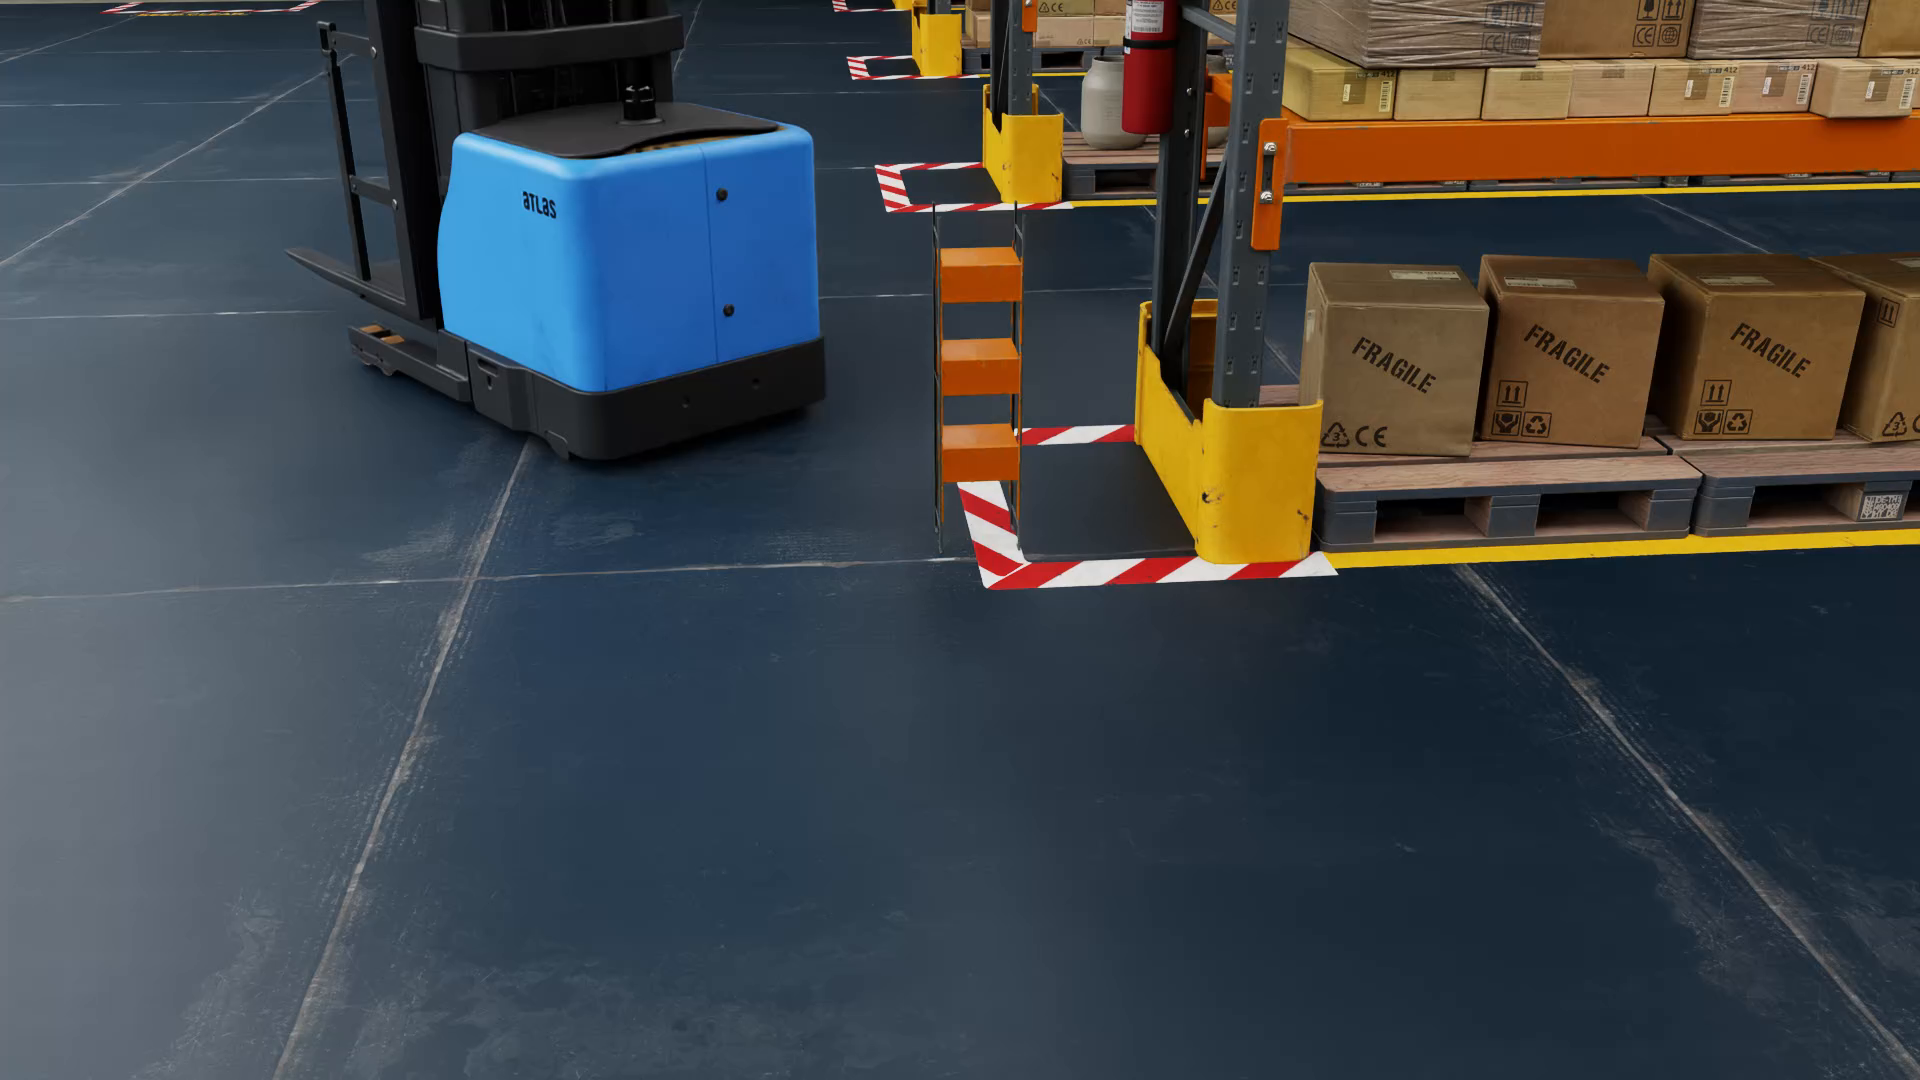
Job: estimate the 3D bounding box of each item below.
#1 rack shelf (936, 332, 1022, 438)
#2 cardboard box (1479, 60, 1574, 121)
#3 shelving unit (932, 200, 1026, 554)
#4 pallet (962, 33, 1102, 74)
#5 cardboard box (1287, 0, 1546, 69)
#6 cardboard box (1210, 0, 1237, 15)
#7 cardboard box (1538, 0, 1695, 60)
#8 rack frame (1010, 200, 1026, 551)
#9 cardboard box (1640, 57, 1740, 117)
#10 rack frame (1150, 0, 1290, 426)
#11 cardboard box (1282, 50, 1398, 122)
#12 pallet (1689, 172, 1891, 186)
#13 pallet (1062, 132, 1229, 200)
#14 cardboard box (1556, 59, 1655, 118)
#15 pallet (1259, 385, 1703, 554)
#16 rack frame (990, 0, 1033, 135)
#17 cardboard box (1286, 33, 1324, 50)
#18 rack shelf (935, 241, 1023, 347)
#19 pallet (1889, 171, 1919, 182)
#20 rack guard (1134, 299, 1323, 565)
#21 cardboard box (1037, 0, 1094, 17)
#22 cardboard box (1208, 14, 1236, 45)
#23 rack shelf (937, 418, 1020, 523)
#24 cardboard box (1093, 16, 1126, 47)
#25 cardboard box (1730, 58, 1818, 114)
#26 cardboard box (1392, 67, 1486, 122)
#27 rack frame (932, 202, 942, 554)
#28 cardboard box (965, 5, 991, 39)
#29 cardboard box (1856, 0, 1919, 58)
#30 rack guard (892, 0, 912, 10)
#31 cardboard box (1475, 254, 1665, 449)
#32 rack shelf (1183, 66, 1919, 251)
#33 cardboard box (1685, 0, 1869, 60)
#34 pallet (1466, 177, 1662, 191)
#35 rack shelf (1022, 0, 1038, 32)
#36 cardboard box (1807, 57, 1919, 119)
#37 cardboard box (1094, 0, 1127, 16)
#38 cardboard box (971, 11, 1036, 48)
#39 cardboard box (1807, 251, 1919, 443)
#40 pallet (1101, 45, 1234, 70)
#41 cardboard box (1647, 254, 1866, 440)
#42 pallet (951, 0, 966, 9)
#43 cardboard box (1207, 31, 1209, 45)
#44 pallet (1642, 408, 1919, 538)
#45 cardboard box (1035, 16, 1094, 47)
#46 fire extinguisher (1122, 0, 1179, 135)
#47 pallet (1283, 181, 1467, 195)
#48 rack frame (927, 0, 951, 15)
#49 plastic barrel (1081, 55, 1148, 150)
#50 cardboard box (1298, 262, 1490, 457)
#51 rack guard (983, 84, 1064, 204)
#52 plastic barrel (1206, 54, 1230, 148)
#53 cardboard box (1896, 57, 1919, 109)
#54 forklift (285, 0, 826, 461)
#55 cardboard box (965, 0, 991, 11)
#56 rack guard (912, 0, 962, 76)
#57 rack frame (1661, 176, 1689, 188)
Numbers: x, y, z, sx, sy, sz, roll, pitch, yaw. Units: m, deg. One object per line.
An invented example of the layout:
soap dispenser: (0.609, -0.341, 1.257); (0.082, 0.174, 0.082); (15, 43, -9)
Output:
rack shelf: (0.053, -0.472, 5.046); (0.240, 0.259, 0.215); (-2, 24, -5)
cardboard box: (1.592, -1.340, 4.880); (0.250, 0.149, 0.380); (-2, 24, -5)
shelving unit: (0.053, -0.482, 5.042); (0.252, 1.050, 0.215); (-2, 24, -5)
pallet: (0.571, -4.311, 14.688); (1.213, 0.211, 1.003); (-2, 24, -5)
cardboard box: (1.335, -1.726, 4.950); (0.500, 0.500, 0.875); (-2, 24, -5)
cardboard box: (2.359, -4.832, 14.372); (0.500, 0.500, 0.500); (-2, 24, -5)
cardboard box: (1.820, -1.794, 5.104); (0.500, 0.500, 0.875); (-2, 24, -5)
rack frame: (0.174, -0.487, 5.052); (0.008, 1.050, 0.200); (-2, 24, -5)
cardboard box: (2.089, -1.365, 4.937); (0.250, 0.149, 0.380); (-2, 24, -5)
rack frame: (0.784, -1.533, 5.006); (0.127, 3.000, 1.000); (-2, 24, -5)
cardboard box: (1.092, -1.333, 4.866); (0.250, 0.149, 0.380); (-2, 24, -5)
pallet: (5.056, -2.468, 10.542); (1.213, 0.211, 1.003); (-2, 24, -5)
pallet: (1.178, -2.313, 10.194); (1.213, 0.211, 1.003); (-2, 24, -5)
cardboard box: (1.839, -1.358, 4.921); (0.250, 0.149, 0.380); (-2, 24, -5)
pallet: (1.672, -0.280, 5.620); (1.213, 0.211, 1.003); (-2, 24, -5)
rack frame: (0.298, -3.535, 9.510); (0.127, 3.000, 1.000); (-2, 24, -5)
cardboard box: (1.048, -1.513, 5.271); (0.250, 0.149, 0.380); (-2, 24, -5)
rack shelf: (0.053, -0.732, 4.931); (0.240, 0.259, 0.215); (-2, 24, -5)
pallet: (6.273, -2.518, 10.654); (1.213, 0.211, 1.003); (-2, 24, -5)
rack guard: (0.860, -0.394, 5.521); (0.348, 0.500, 1.175); (-2, 24, -5)
cardboard box: (0.867, -4.768, 14.228); (0.500, 0.500, 0.500); (-2, 24, -5)
cardboard box: (2.360, -4.484, 14.513); (0.500, 0.250, 0.500); (-2, 24, -5)
rack shelf: (0.053, -0.218, 5.159); (0.240, 0.259, 0.215); (-2, 24, -5)
cardboard box: (1.365, -4.446, 14.427); (0.500, 0.250, 0.500); (-2, 24, -5)
cardboard box: (2.335, -1.386, 4.984); (0.250, 0.149, 0.380); (-2, 24, -5)
cardboard box: (1.342, -1.336, 4.871); (0.250, 0.149, 0.380); (-2, 24, -5)
rack frame: (-0.068, -0.477, 5.031); (0.008, 1.050, 0.200); (-2, 24, -5)
cardboard box: (0.319, -4.614, 14.805); (0.500, 0.250, 0.500); (-2, 24, -5)
cardboard box: (2.821, -1.812, 5.144); (0.500, 0.500, 0.875); (-2, 24, -5)
rack guard: (-0.600, -6.400, 19.034); (0.348, 0.500, 1.175); (-2, 24, -5)
cardboard box: (1.999, -0.639, 5.554); (0.500, 0.500, 0.500); (4, 24, 9)
rack shelf: (2.775, -1.284, 5.332); (4.000, 0.370, 1.077); (-2, 24, -5)
cardboard box: (2.322, -1.797, 5.110); (0.500, 0.500, 0.875); (-2, 24, -5)
pallet: (3.606, -2.411, 10.414); (1.213, 0.211, 1.003); (-2, 24, -5)
rack shelf: (2.288, -3.286, 9.836); (4.000, 0.370, 1.077); (-2, 24, -5)
cardboard box: (2.594, -1.354, 4.913); (0.250, 0.149, 0.380); (-2, 24, -5)
cardboard box: (1.364, -4.793, 14.285); (0.500, 0.500, 0.500); (-2, 24, -5)
cardboard box: (0.370, -4.404, 14.334); (0.500, 0.250, 0.500); (-2, 24, -5)
cardboard box: (3.184, -0.660, 5.603); (0.500, 0.500, 0.500); (-4, 24, -10)
pallet: (1.783, -4.358, 14.795); (1.213, 0.211, 1.003); (-2, 24, -5)
cardboard box: (2.624, -0.656, 5.593); (0.500, 0.500, 0.500); (0, 24, 0)
pallet: (0.212, -6.286, 19.134); (1.213, 0.211, 1.003); (-2, 24, -5)
cardboard box: (1.863, -4.464, 14.467); (0.500, 0.250, 0.500); (-2, 24, -5)
pallet: (2.883, -0.327, 5.727); (1.213, 0.211, 1.003); (-2, 24, -5)
cardboard box: (0.867, -4.426, 14.382); (0.500, 0.250, 0.500); (-2, 24, -5)
fire extinguisher: (0.625, -1.679, 5.431); (0.183, 0.674, 0.296); (-2, 24, -5)
pallet: (2.389, -2.361, 10.301); (1.213, 0.211, 1.003); (-2, 24, -5)
rack frame: (-0.185, -5.537, 14.015); (0.127, 3.000, 1.000); (-2, 24, -5)
plastic barrel: (0.945, -2.647, 10.059); (0.421, 0.512, 0.421); (0, 24, 0)
cardboard box: (1.408, -0.601, 5.469); (0.500, 0.500, 0.500); (2, 24, 5)
rack guard: (0.369, -2.415, 10.068); (0.348, 0.500, 1.175); (-2, 24, -5)
plastic barrel: (1.444, -2.667, 10.104); (0.421, 0.512, 0.421); (0, 24, 0)
cardboard box: (2.830, -1.418, 5.056); (0.250, 0.149, 0.380); (-2, 24, -5)
forklift: (-1.873, -2.125, 6.423); (1.130, 2.935, 3.031); (-20, 31, -38)
cardboard box: (0.319, -4.957, 14.655); (0.500, 0.500, 0.500); (-2, 24, -5)
rack guard: (-0.209, -4.394, 14.521); (0.348, 0.500, 1.175); (-2, 24, -5)
rack frame: (4.278, -3.695, 9.870); (0.127, 3.000, 1.000); (-2, 24, -5)
